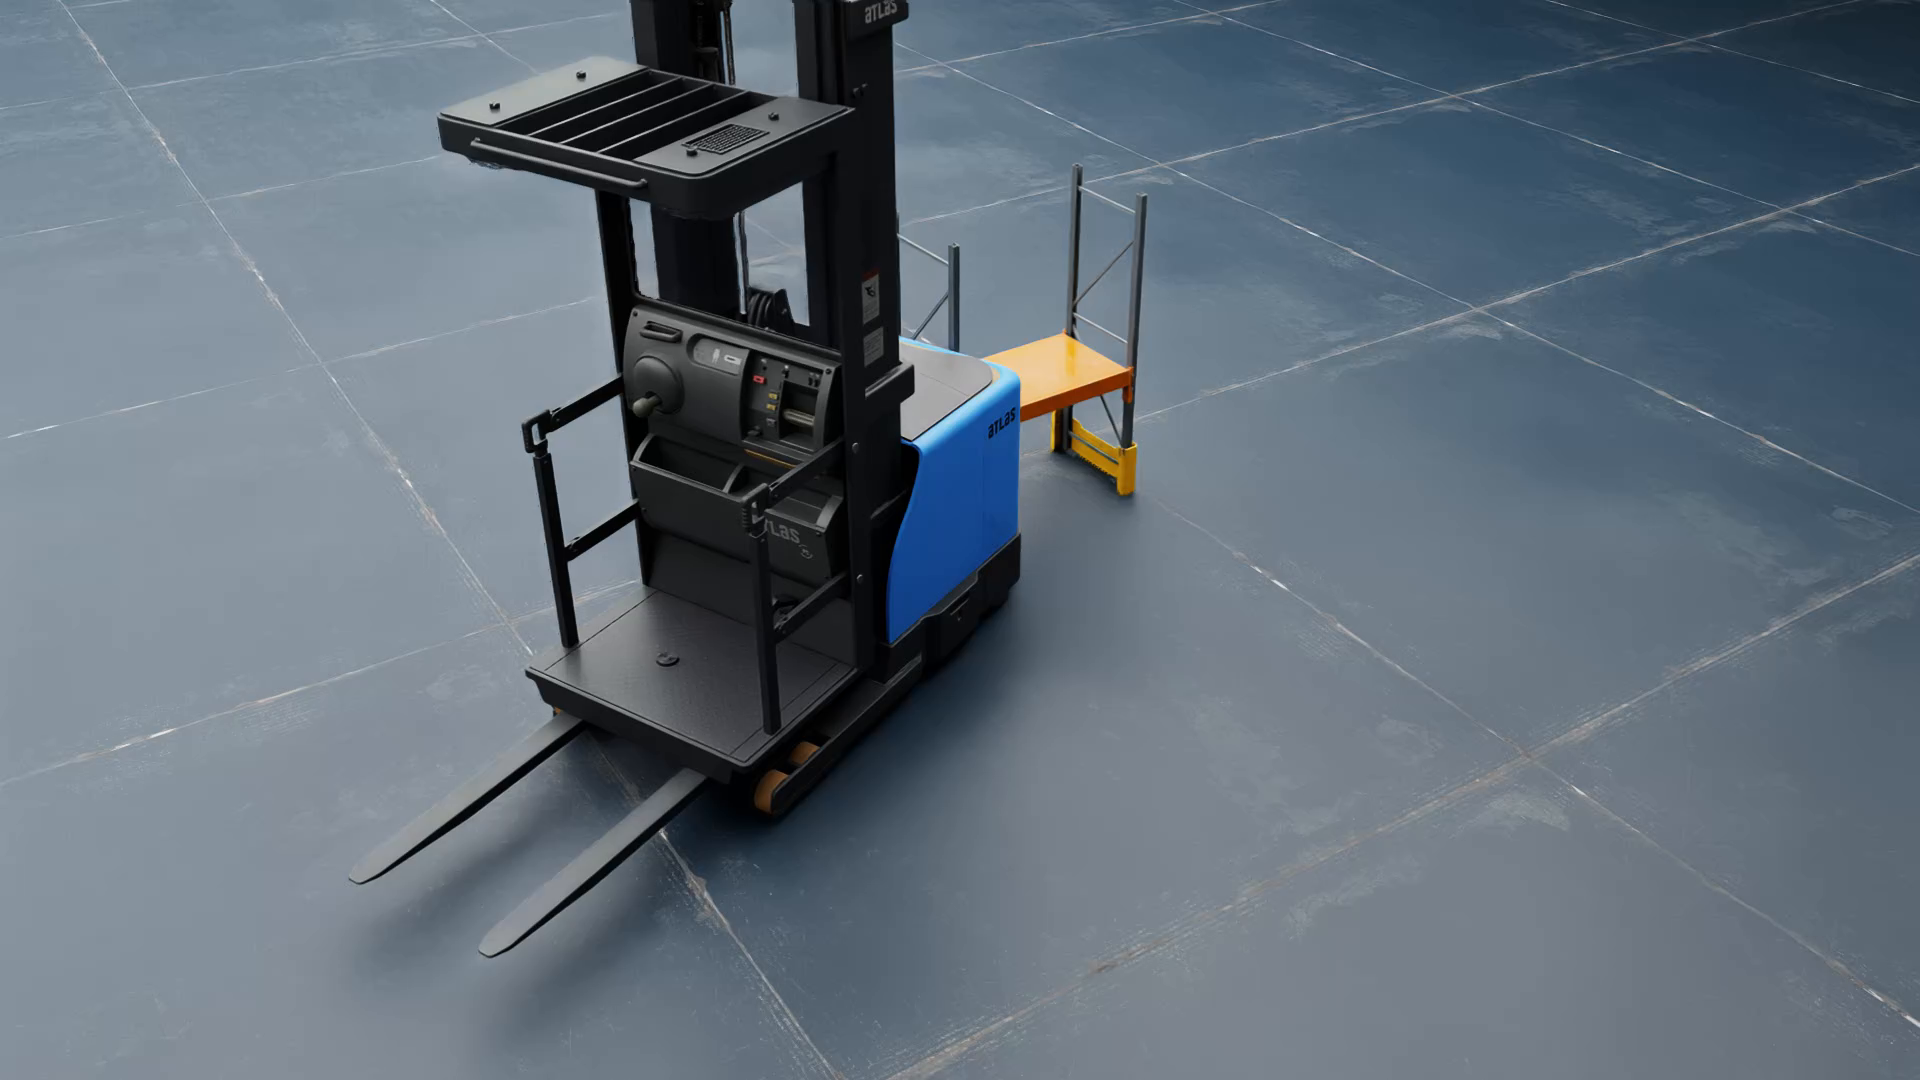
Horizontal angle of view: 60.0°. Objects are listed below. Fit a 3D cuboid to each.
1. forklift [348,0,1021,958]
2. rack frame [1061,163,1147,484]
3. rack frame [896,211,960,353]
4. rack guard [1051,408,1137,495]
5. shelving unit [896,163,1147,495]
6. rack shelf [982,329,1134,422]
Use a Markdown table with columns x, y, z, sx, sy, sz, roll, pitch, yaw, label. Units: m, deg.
| x | y | z | sx | sy | sz | roll | pitch | yaw | label |
| --- | --- | --- | --- | --- | --- | --- | --- | --- | --- |
| -0.949 | -0.510 | 5.812 | 1.130 | 2.935 | 3.031 | 19 | 37 | 27 | forklift |
| 0.674 | -0.998 | 7.927 | 0.032 | 1.500 | 0.500 | -21 | 38 | -29 | rack frame |
| -0.157 | -0.685 | 7.430 | 0.032 | 1.500 | 0.500 | -21 | 38 | -29 | rack frame |
| 0.658 | -0.464 | 8.251 | 0.087 | 0.250 | 0.587 | -21 | 38 | -29 | rack guard |
| 0.251 | -0.839 | 7.674 | 1.083 | 1.500 | 0.587 | -21 | 38 | -29 | shelving unit |
| 0.258 | -0.690 | 7.775 | 1.000 | 0.185 | 0.538 | -21 | 38 | -29 | rack shelf |
